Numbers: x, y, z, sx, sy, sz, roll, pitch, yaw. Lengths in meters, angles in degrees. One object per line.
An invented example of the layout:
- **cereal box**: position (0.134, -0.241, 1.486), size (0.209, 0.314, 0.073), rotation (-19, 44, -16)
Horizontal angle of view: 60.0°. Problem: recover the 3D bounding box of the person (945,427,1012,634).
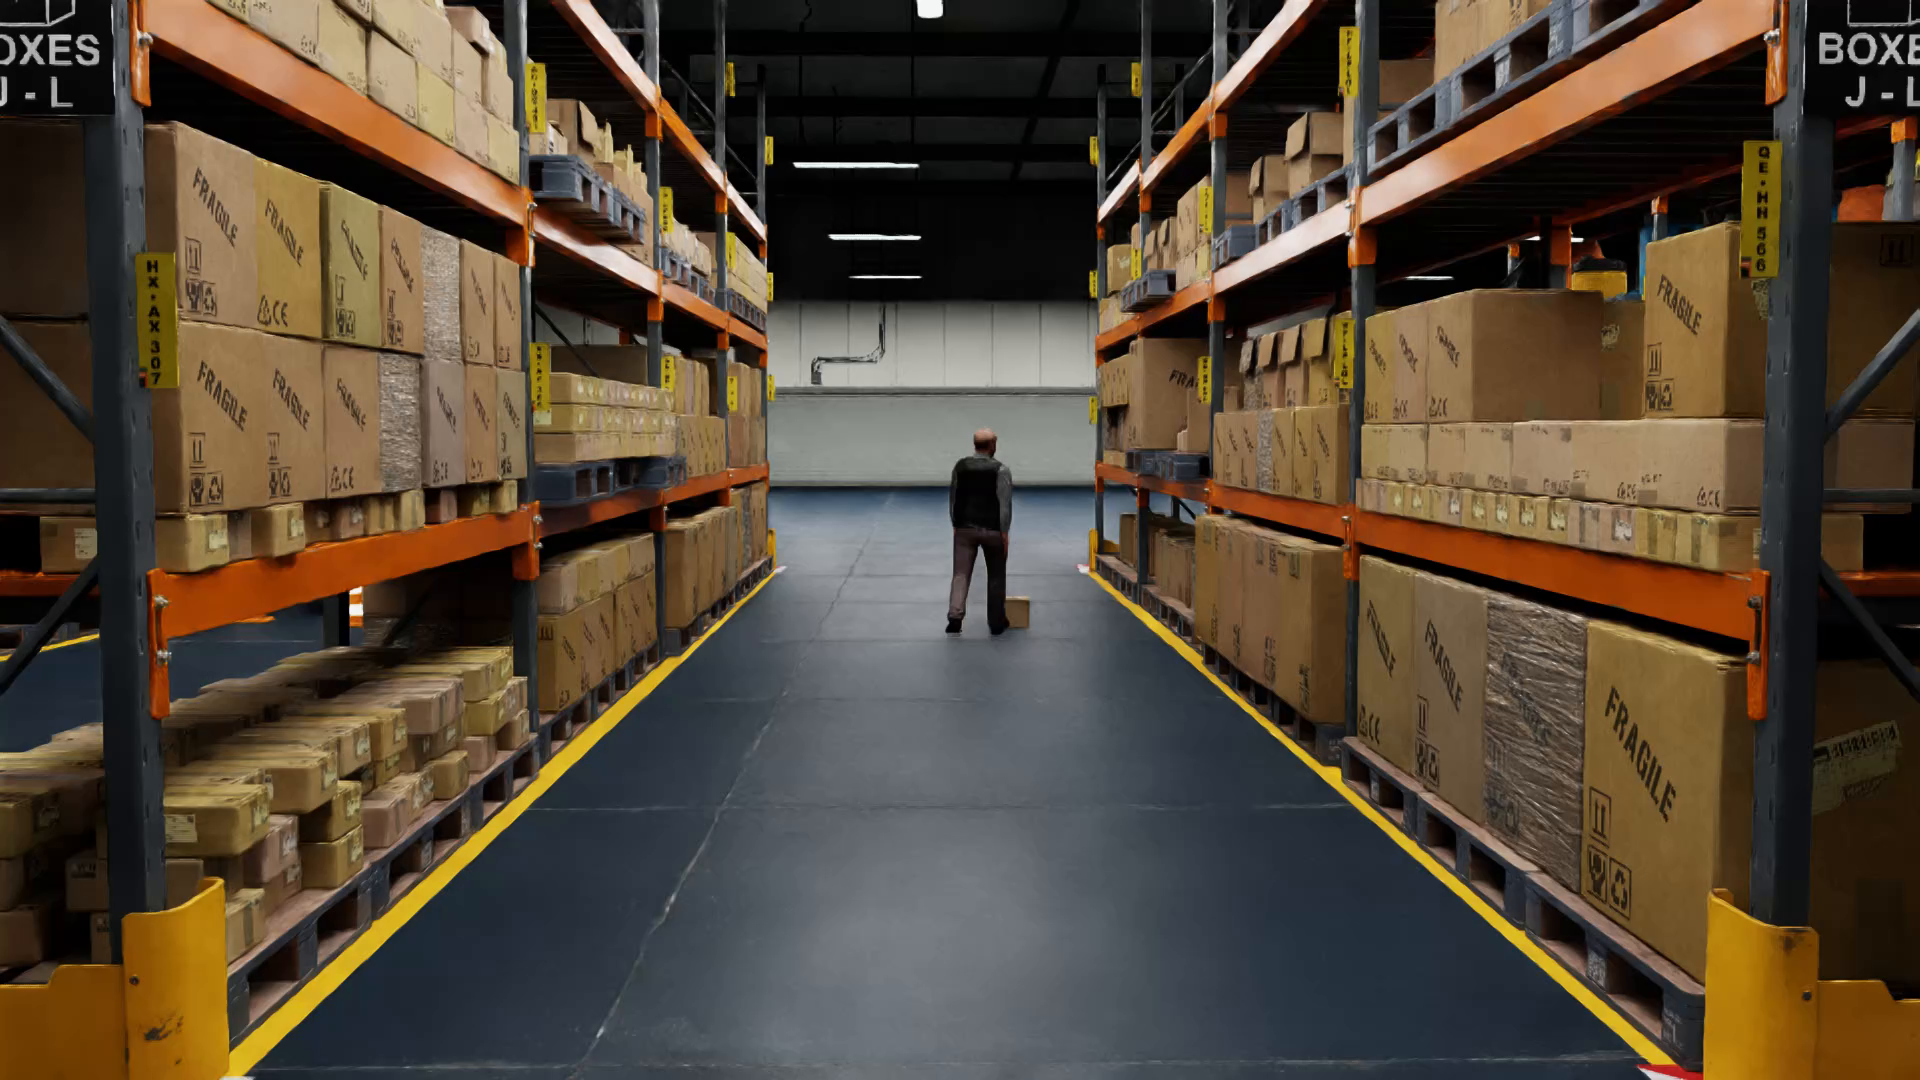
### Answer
- **person**: position (0.173, -0.061, 13.519), size (0.537, 1.707, 0.940), rotation (1, 4, 10)
